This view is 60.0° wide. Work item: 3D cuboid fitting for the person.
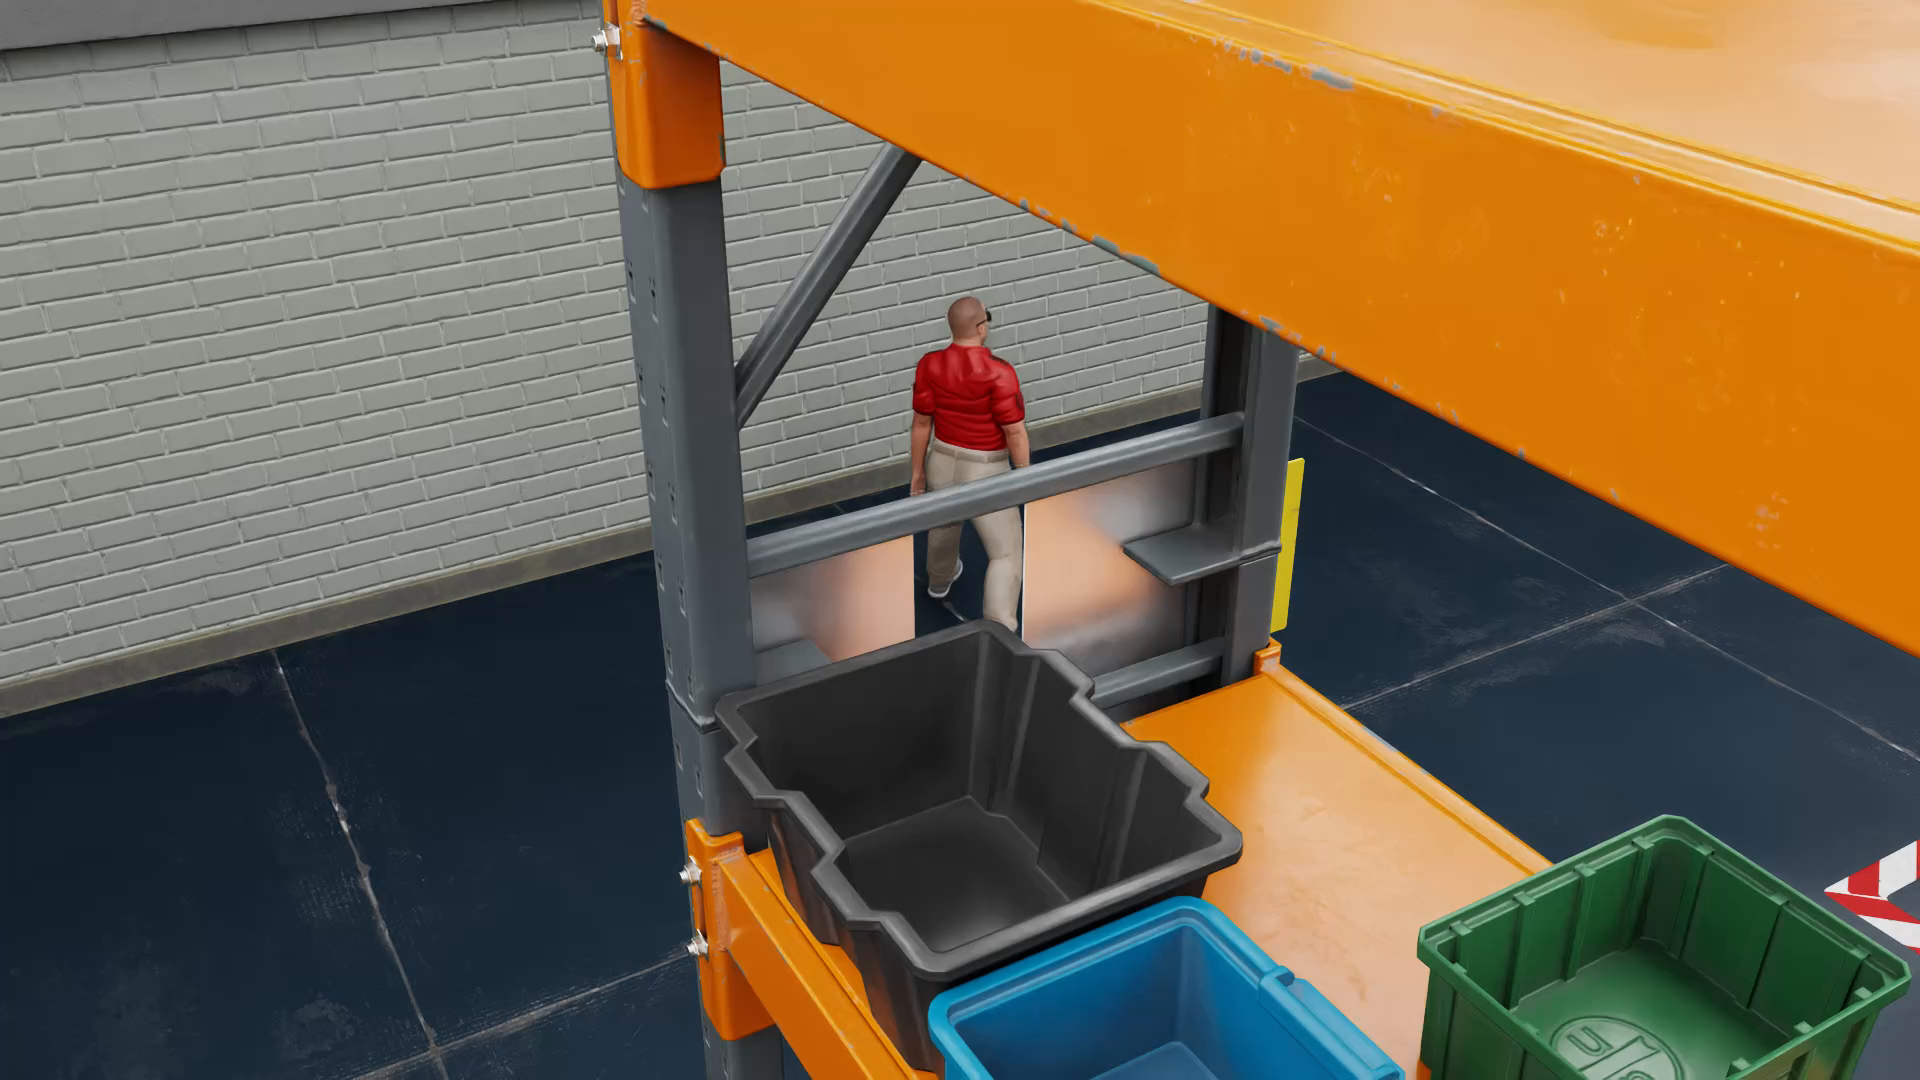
[{"bbox_3d":[0.100,-0.302,7.718,0.914,1.677,0.901,16,33,26],"label":"person"}]
